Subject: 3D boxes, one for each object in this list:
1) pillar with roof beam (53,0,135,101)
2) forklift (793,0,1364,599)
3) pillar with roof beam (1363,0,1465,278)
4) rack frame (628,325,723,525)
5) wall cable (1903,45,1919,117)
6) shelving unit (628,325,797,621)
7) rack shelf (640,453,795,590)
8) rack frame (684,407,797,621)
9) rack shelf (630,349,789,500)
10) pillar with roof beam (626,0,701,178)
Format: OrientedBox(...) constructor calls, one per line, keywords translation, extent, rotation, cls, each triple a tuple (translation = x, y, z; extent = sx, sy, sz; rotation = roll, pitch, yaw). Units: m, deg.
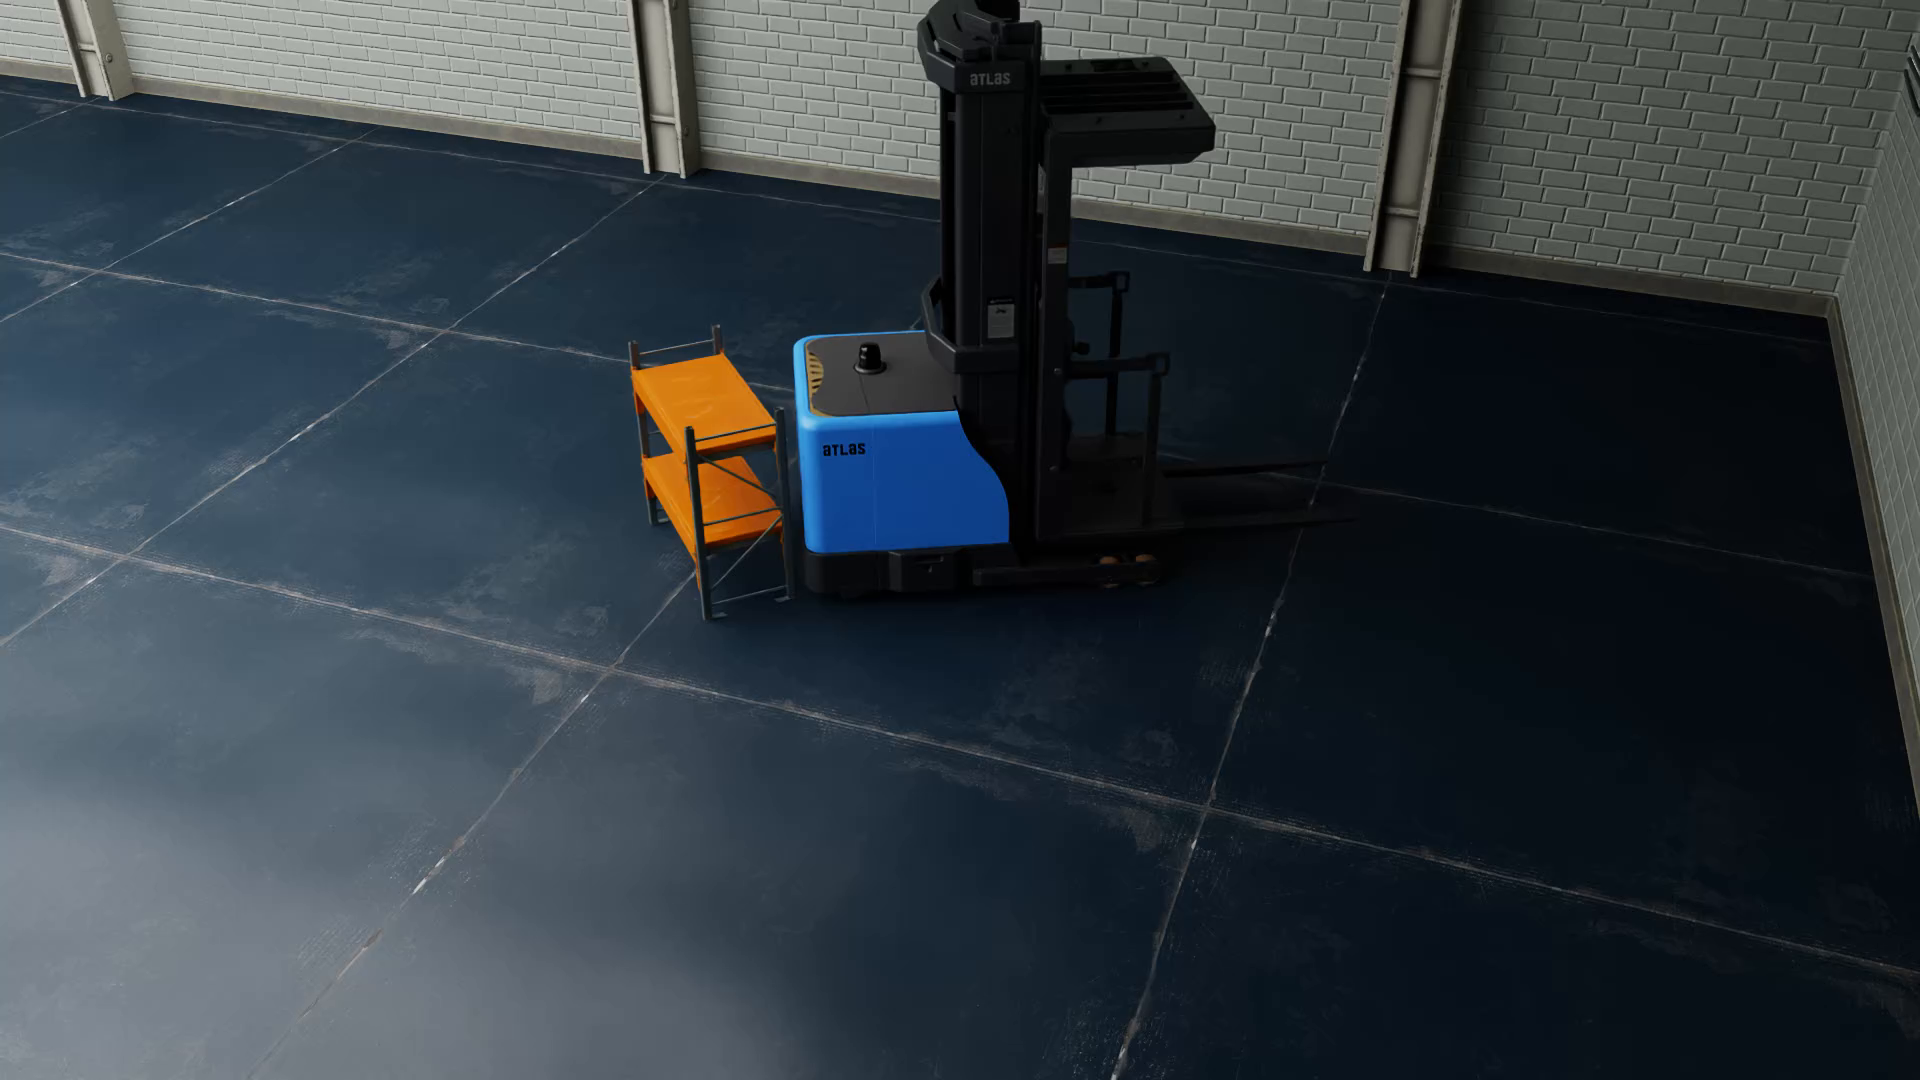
OrientedBox(translation=(-9.525, -5.816, 9.930), extent=(0.400, 9.000, 9.100), rotation=(11, 34, 16), cls="pillar with roof beam")
OrientedBox(translation=(0.647, -1.260, 8.467), extent=(3.031, 2.935, 1.130), rotation=(-4, 33, -5), cls="forklift")
OrientedBox(translation=(1.771, -3.620, 6.529), extent=(0.400, 9.000, 9.100), rotation=(11, 34, 16), cls="pillar with roof beam")
OrientedBox(translation=(-1.516, -0.620, 9.141), extent=(0.500, 1.125, 0.032), rotation=(-14, 35, -20), cls="rack frame")
OrientedBox(translation=(5.551, -3.299, 8.895), extent=(0.112, 2.526, 3.097), rotation=(11, 34, 16), cls="wall cable")
OrientedBox(translation=(-1.305, -0.369, 8.752), extent=(0.538, 1.125, 1.048), rotation=(-14, 35, -20), cls="shelving unit")
OrientedBox(translation=(-1.305, -0.163, 8.885), extent=(0.538, 0.278, 1.000), rotation=(-14, 35, -20), cls="rack shelf")
OrientedBox(translation=(-1.093, -0.118, 8.364), extent=(0.500, 1.125, 0.032), rotation=(-14, 35, -20), cls="rack frame")
OrientedBox(translation=(-1.305, -0.615, 8.594), extent=(0.538, 0.278, 1.000), rotation=(-14, 35, -20), cls="rack shelf")
OrientedBox(translation=(-3.877, -4.718, 8.229), extent=(0.400, 9.000, 9.100), rotation=(11, 34, 16), cls="pillar with roof beam")
